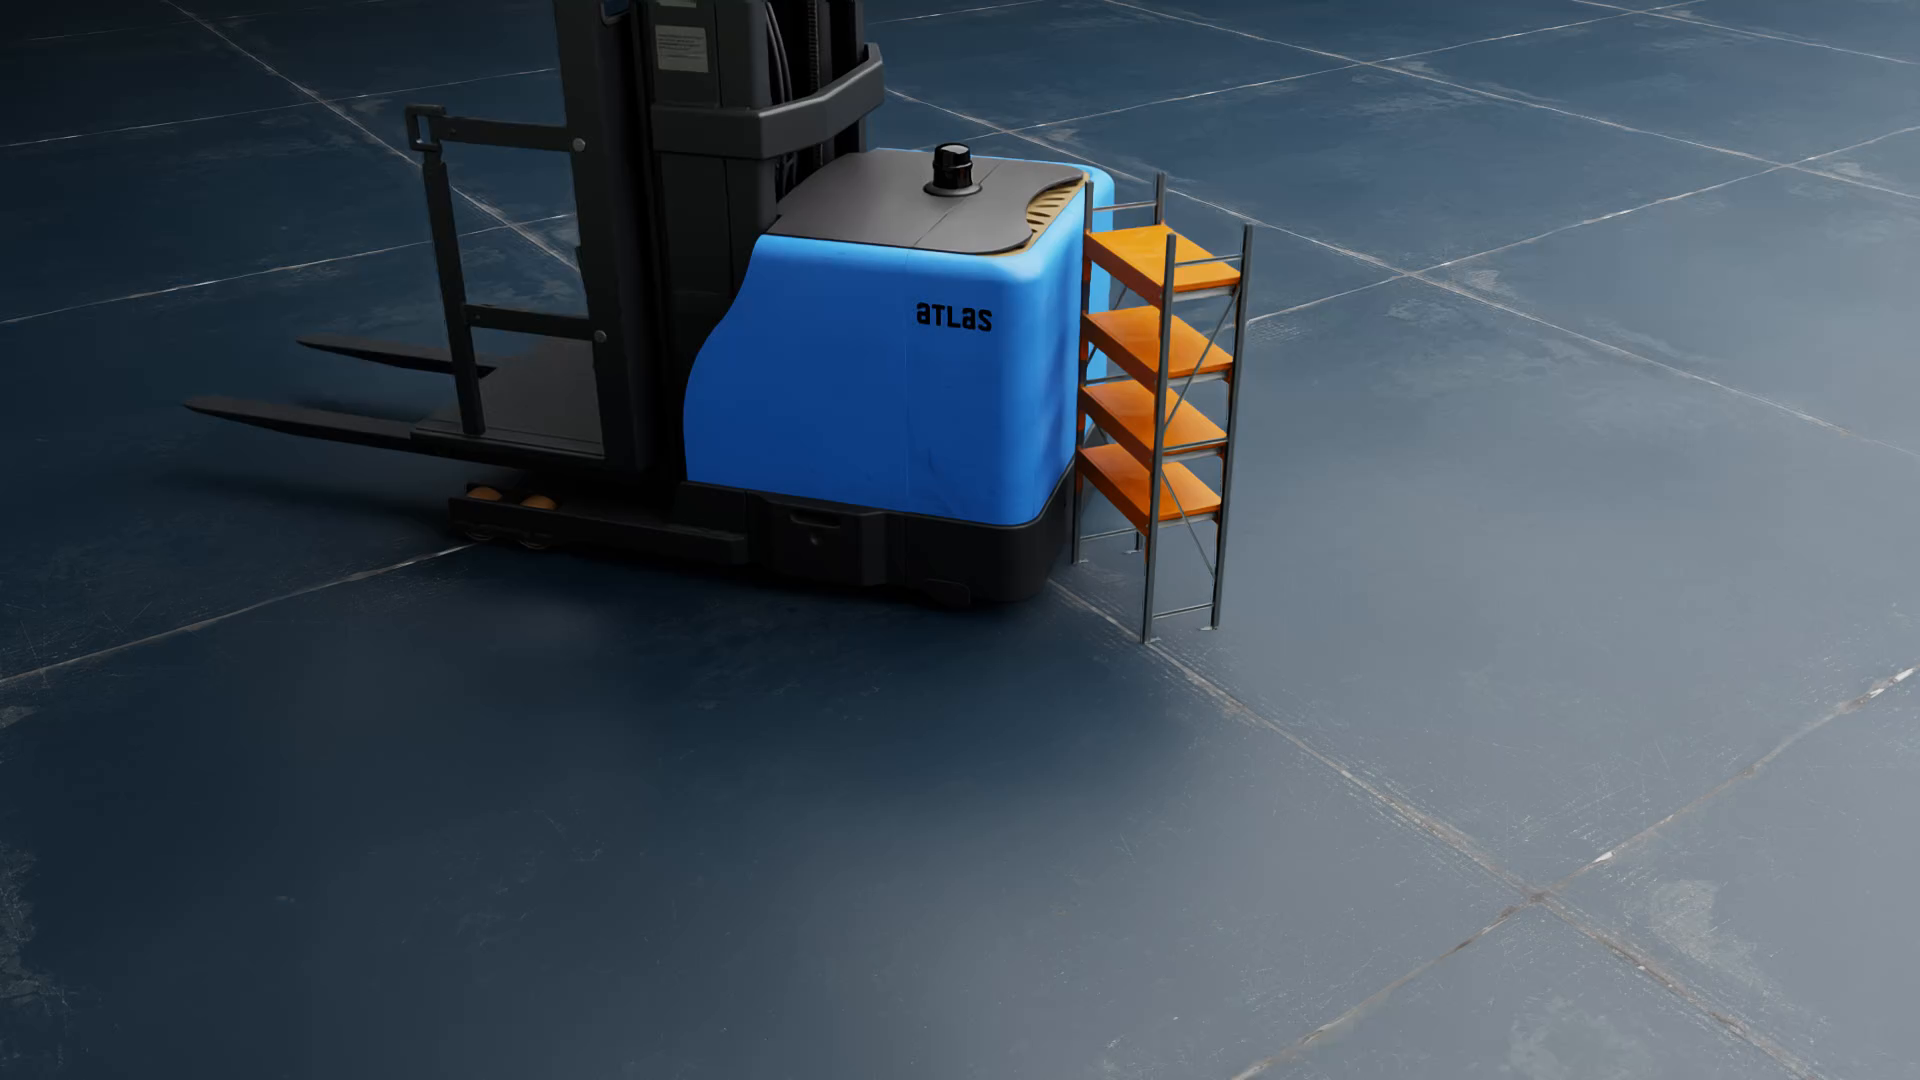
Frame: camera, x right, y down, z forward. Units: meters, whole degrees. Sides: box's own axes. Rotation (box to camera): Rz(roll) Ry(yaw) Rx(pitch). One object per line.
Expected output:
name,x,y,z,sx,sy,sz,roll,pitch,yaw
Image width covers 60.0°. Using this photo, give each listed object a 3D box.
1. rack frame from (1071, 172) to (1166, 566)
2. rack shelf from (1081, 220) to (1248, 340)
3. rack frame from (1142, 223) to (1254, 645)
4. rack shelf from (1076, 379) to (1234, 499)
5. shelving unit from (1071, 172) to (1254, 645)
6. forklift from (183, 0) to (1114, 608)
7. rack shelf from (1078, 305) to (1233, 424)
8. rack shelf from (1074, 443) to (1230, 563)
rack frame,0.456,-0.471,4.860,0.240,1.200,0.015,-10,30,-18
rack shelf,0.543,-0.707,4.472,0.258,0.148,0.480,-10,30,-18
rack frame,0.630,-0.253,4.459,0.240,1.200,0.015,-10,30,-18
rack shelf,0.543,-0.303,4.692,0.258,0.148,0.480,-10,30,-18
shelving unit,0.543,-0.362,4.660,0.258,1.200,0.503,-10,30,-18
forklift,-1.088,-1.488,4.918,3.031,2.935,1.130,8,30,15
rack shelf,0.543,-0.500,4.585,0.258,0.148,0.480,-10,30,-18
rack shelf,0.543,-0.129,4.787,0.258,0.148,0.480,-10,30,-18
